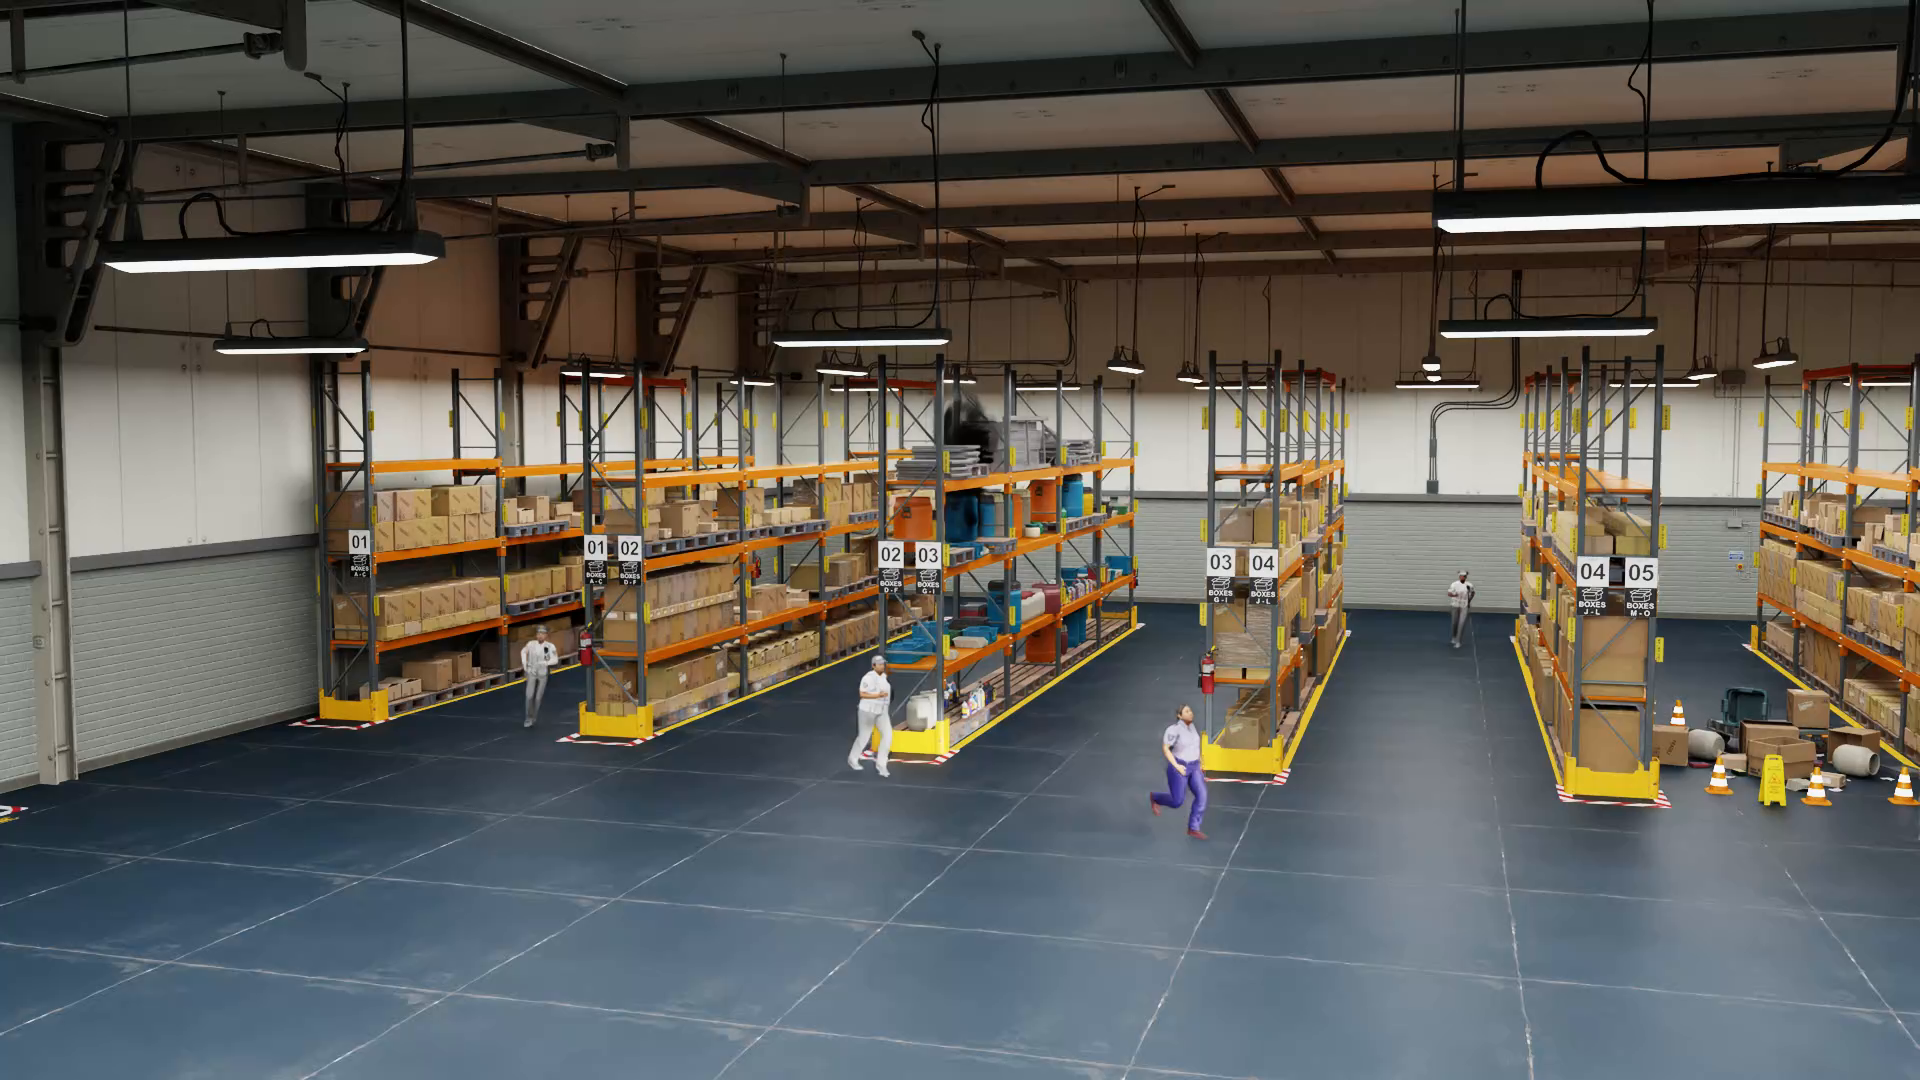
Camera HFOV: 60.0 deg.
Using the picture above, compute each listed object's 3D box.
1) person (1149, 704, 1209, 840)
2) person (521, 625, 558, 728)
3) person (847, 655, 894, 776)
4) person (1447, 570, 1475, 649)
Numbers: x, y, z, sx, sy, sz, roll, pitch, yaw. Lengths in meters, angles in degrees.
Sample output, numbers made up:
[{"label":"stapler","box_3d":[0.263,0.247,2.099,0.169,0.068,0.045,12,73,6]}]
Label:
[{"label":"person","box_3d":[2.708,2.792,20.133,0.606,1.611,0.732,-3,5,-38]},{"label":"person","box_3d":[-6.890,2.237,27.271,0.602,1.725,0.626,-1,4,-12]},{"label":"person","box_3d":[-1.224,2.499,23.659,0.749,1.731,0.606,4,6,45]},{"label":"person","box_3d":[11.126,1.514,36.956,0.581,1.742,0.831,1,4,19]}]
